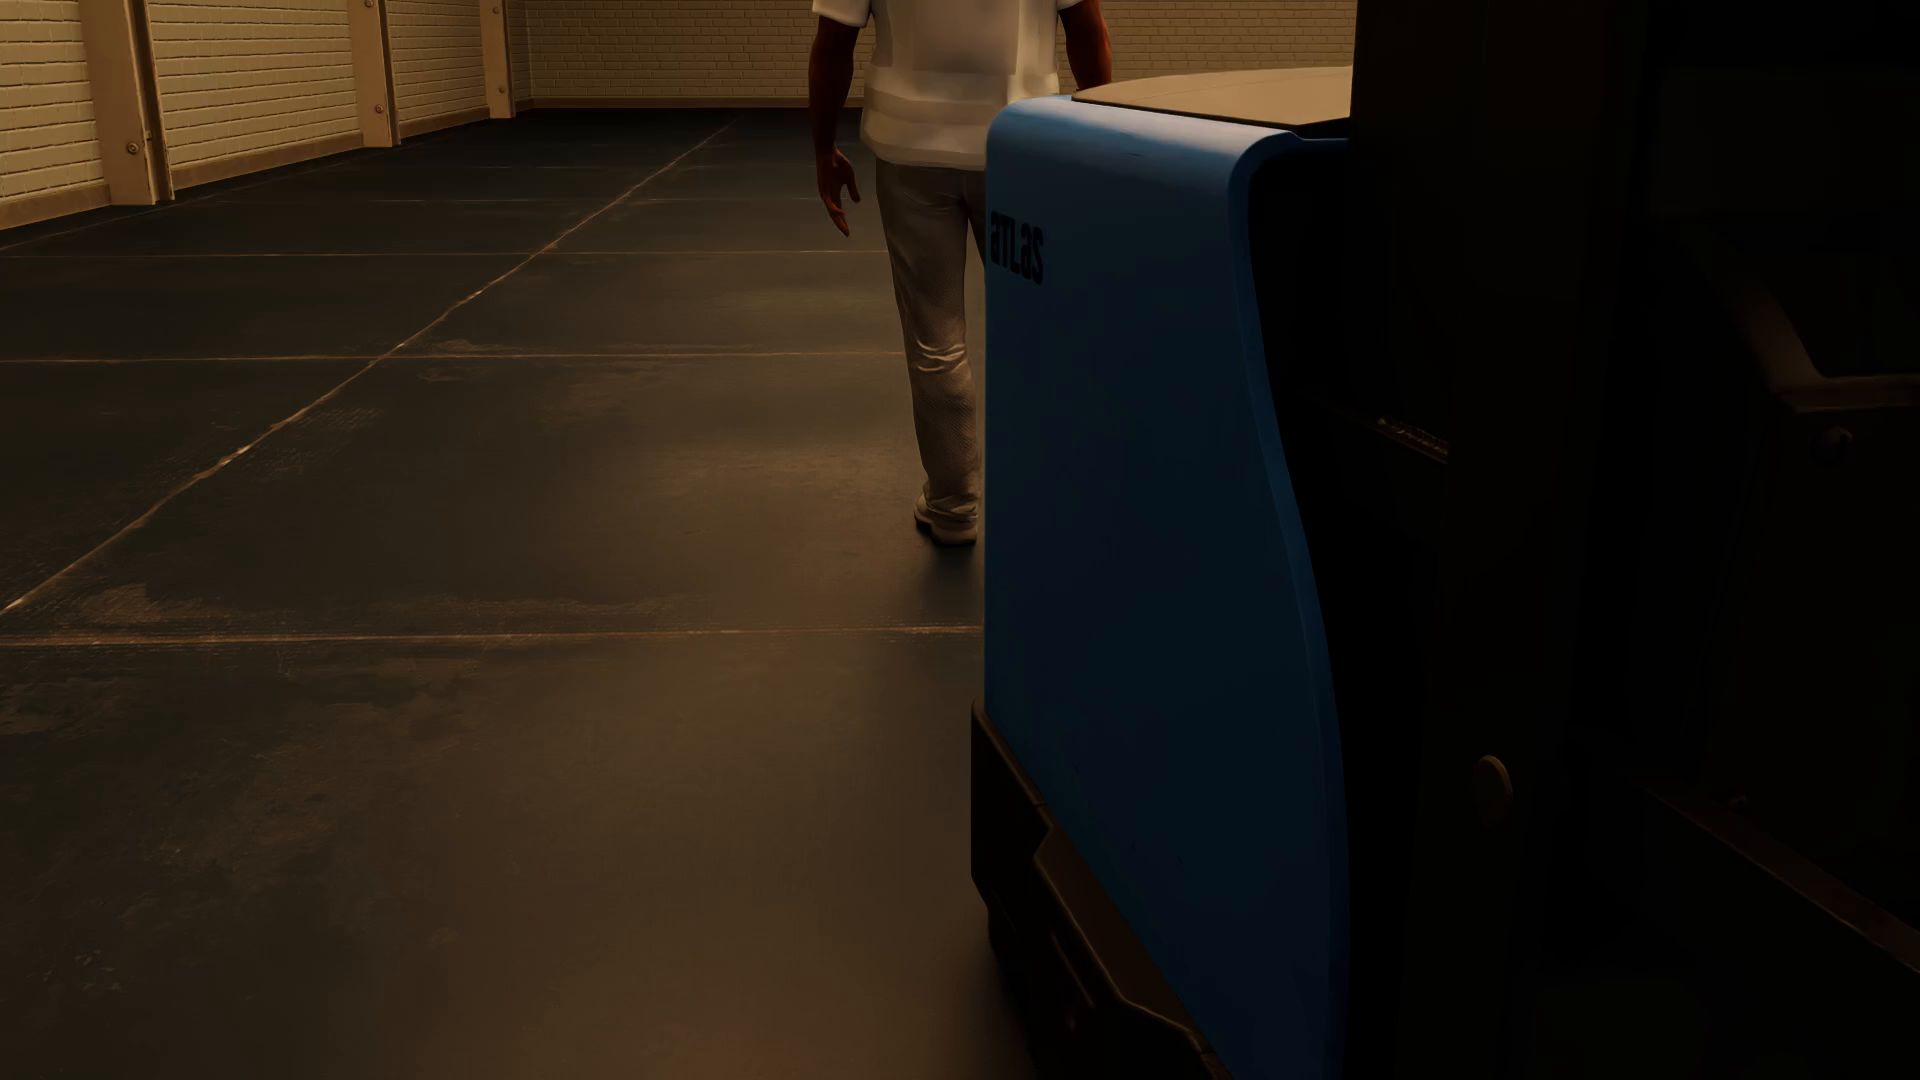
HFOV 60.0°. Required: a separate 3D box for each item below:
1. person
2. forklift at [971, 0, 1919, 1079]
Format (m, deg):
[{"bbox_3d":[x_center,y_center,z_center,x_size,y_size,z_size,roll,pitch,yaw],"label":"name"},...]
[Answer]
[{"bbox_3d":[0.002,-0.872,3.725,0.665,1.768,0.575,-1,17,-3],"label":"person"},{"bbox_3d":[0.871,-0.519,0.605,1.130,2.935,3.031,-4,18,-14],"label":"forklift"}]
